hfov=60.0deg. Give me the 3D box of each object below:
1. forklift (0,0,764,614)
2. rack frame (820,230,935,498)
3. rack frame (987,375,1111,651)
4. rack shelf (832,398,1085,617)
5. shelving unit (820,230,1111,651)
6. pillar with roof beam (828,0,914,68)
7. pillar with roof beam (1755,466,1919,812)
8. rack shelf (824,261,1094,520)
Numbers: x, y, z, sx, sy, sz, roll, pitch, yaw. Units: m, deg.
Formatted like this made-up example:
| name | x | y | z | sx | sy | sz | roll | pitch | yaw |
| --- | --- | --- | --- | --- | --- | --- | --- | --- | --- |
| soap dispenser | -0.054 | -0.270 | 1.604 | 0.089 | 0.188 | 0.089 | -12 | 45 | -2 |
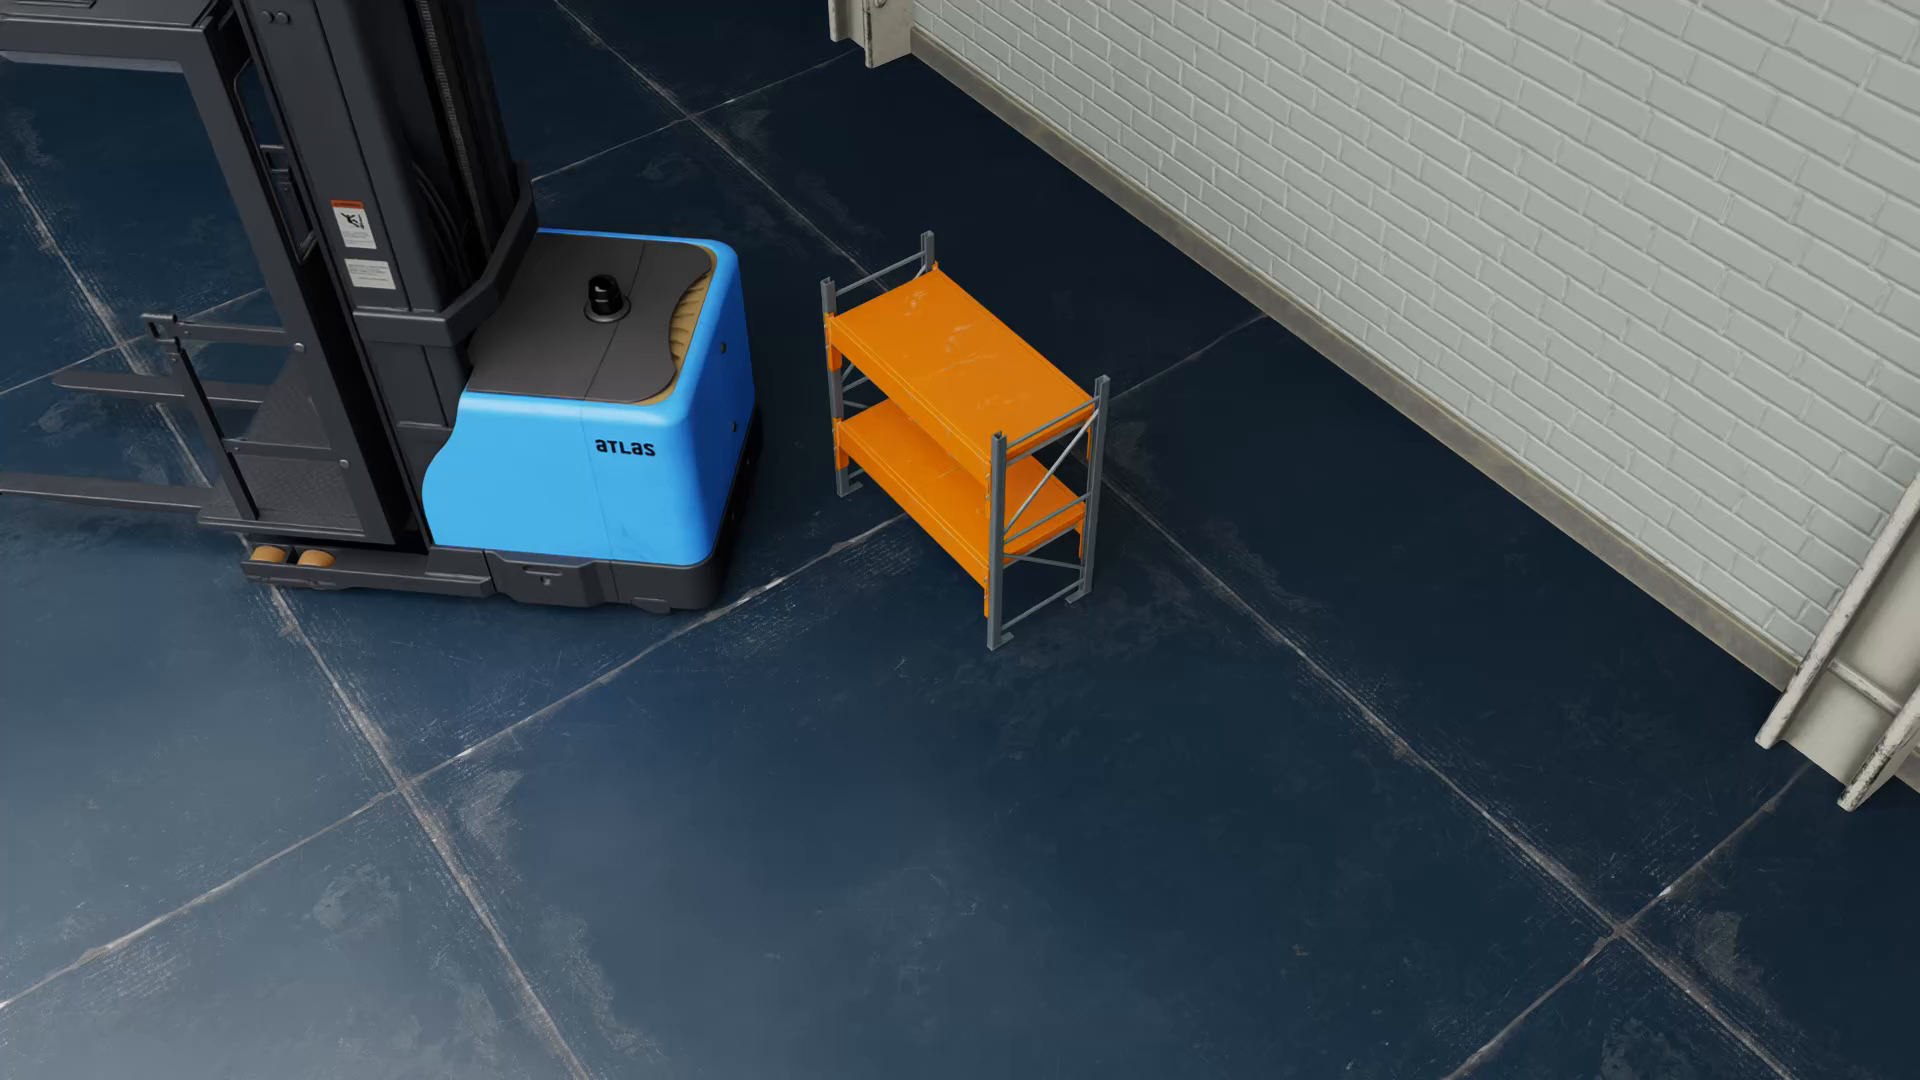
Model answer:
| name | x | y | z | sx | sy | sz | roll | pitch | yaw |
| --- | --- | --- | --- | --- | --- | --- | --- | --- | --- |
| forklift | -2.384 | -1.172 | 5.833 | 3.031 | 2.935 | 1.130 | 5 | 48 | 4 |
| rack frame | -0.304 | -0.674 | 6.600 | 0.500 | 1.125 | 0.032 | -29 | 54 | -24 |
| rack frame | 0.312 | -0.074 | 6.057 | 0.500 | 1.125 | 0.032 | -29 | 54 | -24 |
| rack shelf | 0.004 | -0.210 | 6.510 | 0.538 | 0.278 | 1.000 | -29 | 54 | -24 |
| shelving unit | 0.004 | -0.374 | 6.328 | 0.538 | 1.125 | 1.048 | -29 | 54 | -24 |
| pillar with roof beam | -3.912 | -3.851 | 4.166 | 9.100 | 9.000 | 0.400 | -29 | 54 | -24 |
| pillar with roof beam | -0.279 | -0.313 | 0.958 | 9.100 | 9.000 | 0.400 | -29 | 54 | -24 |
| rack shelf | 0.004 | -0.570 | 6.112 | 0.538 | 0.278 | 1.000 | -29 | 54 | -24 |
